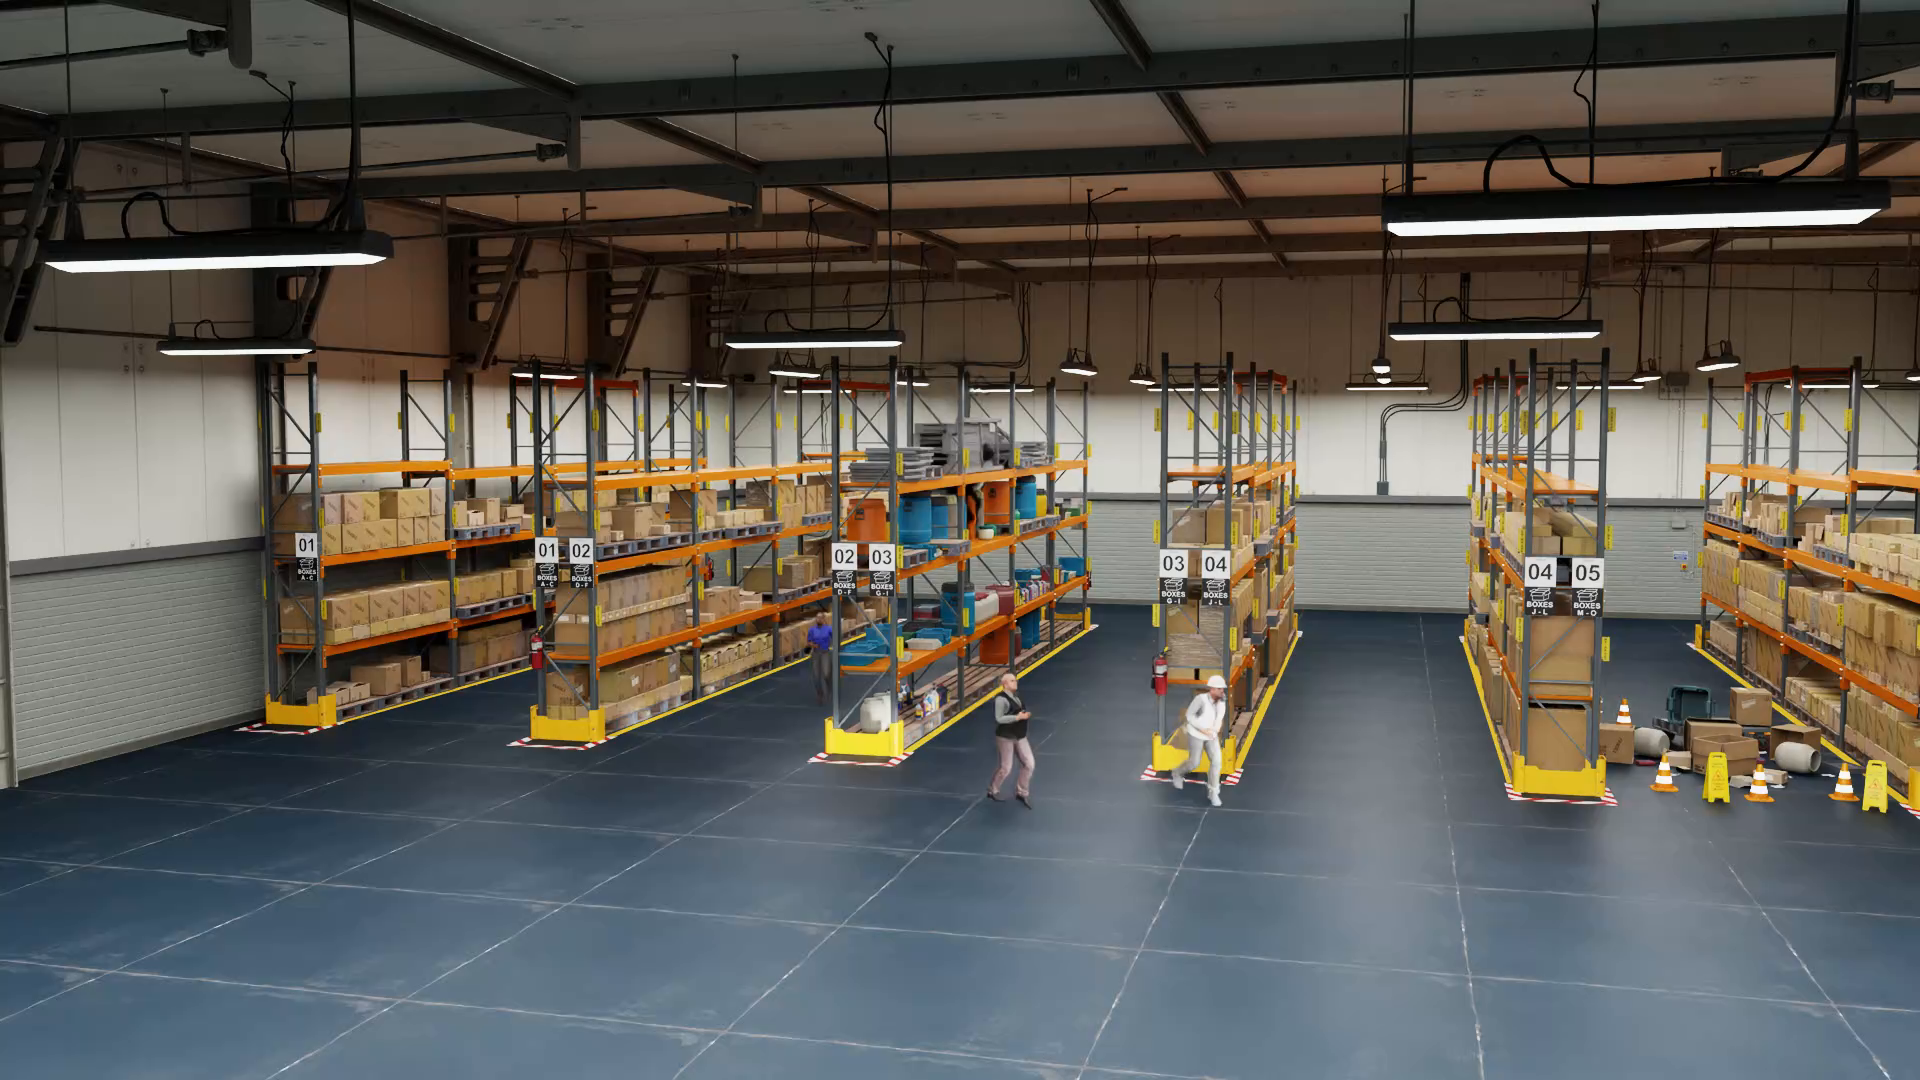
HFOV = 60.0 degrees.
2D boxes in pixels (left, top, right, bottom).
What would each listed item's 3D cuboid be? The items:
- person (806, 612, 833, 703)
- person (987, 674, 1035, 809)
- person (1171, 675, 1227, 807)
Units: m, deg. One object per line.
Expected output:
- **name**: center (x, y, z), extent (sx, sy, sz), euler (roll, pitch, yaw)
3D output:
- **person**: center (-2.452, 2.096, 29.611), extent (0.569, 1.627, 0.655), euler (0, 4, 1)
- **person**: center (0.675, 2.619, 21.641), extent (0.726, 1.770, 0.636), euler (3, 5, 40)
- **person**: center (3.192, 2.615, 22.115), extent (0.693, 1.734, 1.035), euler (-3, 5, -34)
